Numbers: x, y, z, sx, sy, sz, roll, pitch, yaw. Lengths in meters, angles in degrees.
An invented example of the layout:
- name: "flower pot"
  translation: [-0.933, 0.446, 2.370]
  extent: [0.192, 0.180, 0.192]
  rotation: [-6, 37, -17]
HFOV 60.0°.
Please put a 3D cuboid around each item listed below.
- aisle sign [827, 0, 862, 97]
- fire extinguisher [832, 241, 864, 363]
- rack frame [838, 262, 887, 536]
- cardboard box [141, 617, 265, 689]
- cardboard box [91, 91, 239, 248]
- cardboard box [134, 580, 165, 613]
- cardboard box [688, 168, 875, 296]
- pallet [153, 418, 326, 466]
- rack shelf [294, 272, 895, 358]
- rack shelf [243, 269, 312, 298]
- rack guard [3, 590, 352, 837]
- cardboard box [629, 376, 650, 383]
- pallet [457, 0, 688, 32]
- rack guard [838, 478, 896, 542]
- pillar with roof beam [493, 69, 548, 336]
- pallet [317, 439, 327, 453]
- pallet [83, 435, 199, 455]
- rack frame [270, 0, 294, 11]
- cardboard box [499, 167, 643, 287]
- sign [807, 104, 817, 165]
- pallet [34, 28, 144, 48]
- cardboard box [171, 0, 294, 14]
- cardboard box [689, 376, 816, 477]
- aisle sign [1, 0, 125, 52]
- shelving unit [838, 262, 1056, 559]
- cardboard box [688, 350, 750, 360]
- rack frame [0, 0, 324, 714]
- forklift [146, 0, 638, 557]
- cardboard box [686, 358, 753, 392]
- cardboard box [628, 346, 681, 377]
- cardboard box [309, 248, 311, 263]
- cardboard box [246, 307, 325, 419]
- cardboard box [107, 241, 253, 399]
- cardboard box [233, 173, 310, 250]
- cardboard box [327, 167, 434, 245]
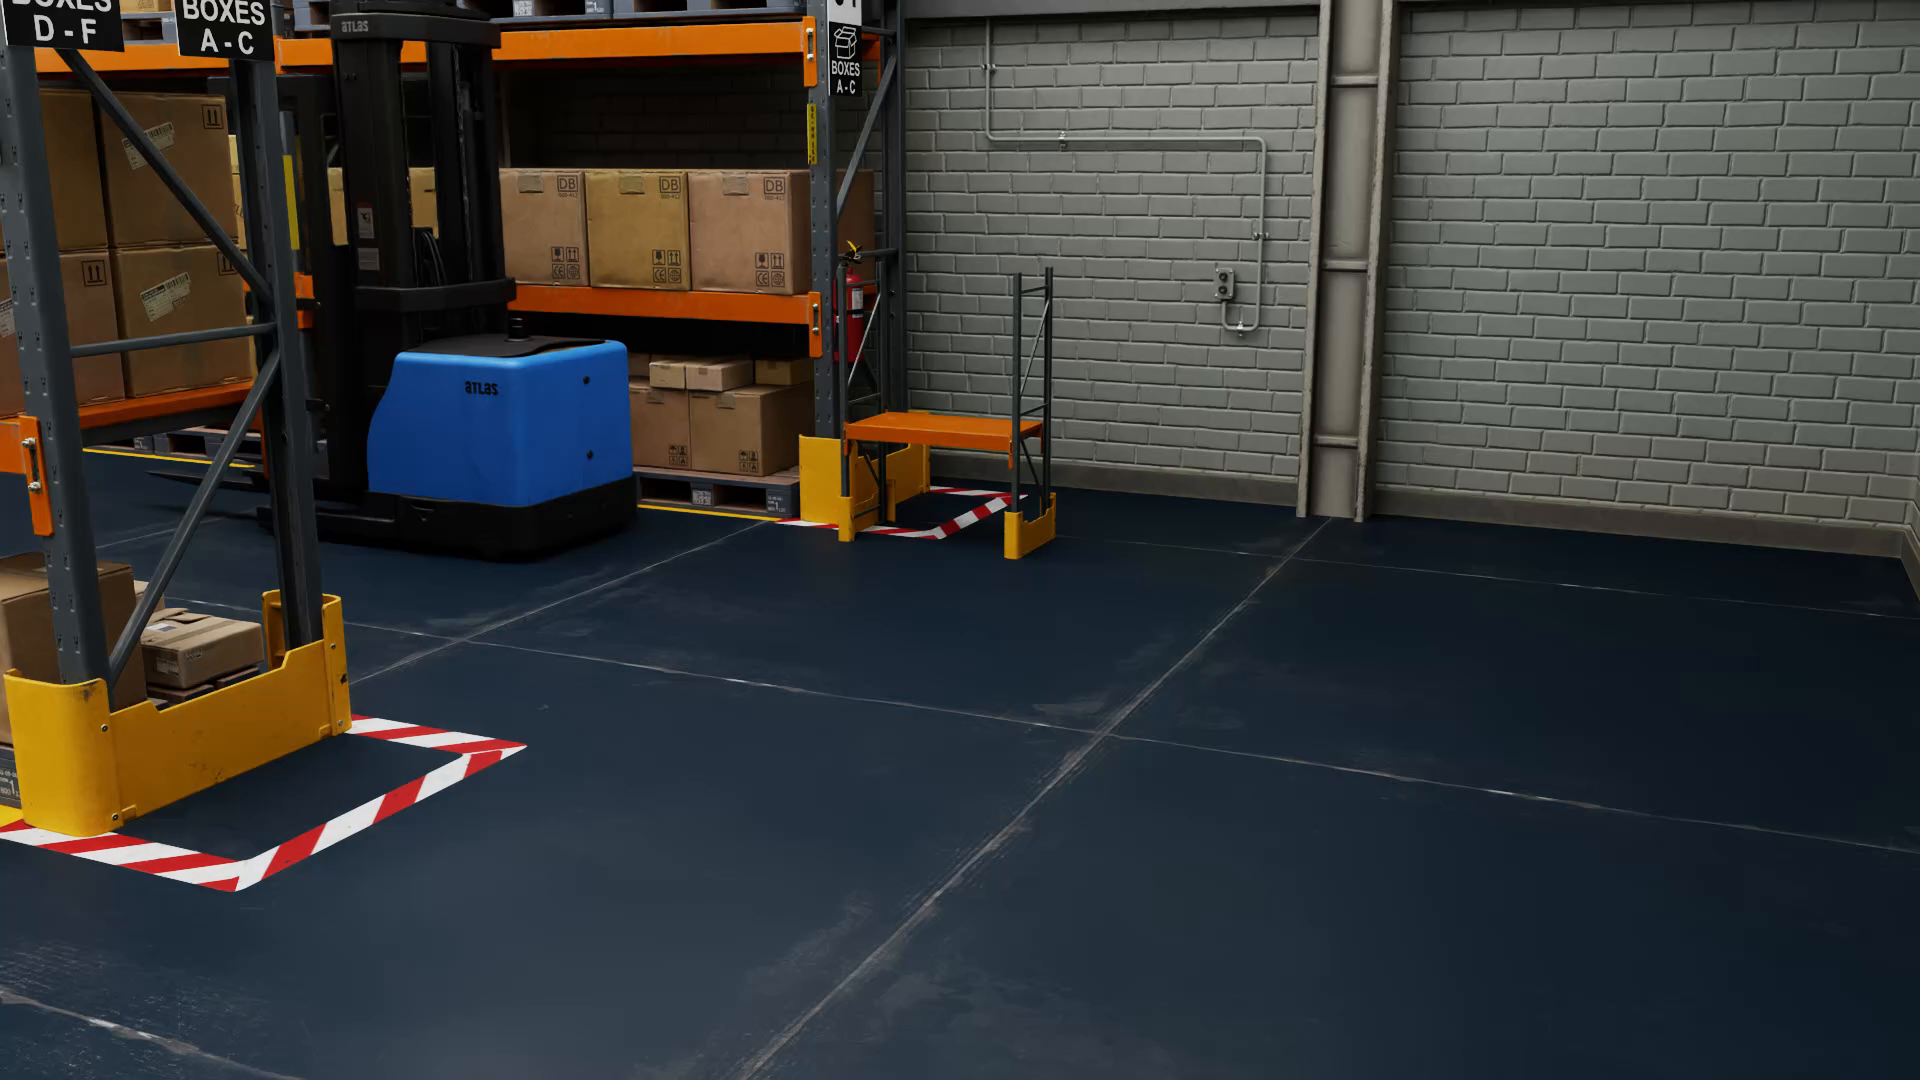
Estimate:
- name: "aisle sign"
  translation: [-0.641, -2.878, 9.265]
  extent: [0.004, 0.787, 0.394]
  rotation: [6, 14, 23]
- name: "fire extinguisher"
  translation: [-0.635, -1.353, 9.438]
  extent: [0.183, 0.674, 0.296]
  rotation: [6, 14, 23]
- name: "rack frame"
  translation: [-0.543, -0.785, 9.318]
  extent: [0.032, 1.500, 0.500]
  rotation: [6, 14, 23]
- name: "cardboard box"
  translation: [-2.832, 0.416, 6.193]
  extent: [0.250, 0.149, 0.380]
  rotation: [6, 14, 23]
- name: "cardboard box"
  translation: [-2.888, -1.279, 5.730]
  extent: [0.500, 0.500, 0.500]
  rotation: [6, 15, 25]
- name: "cardboard box"
  translation: [-3.428, 0.322, 6.374]
  extent: [0.500, 0.250, 0.500]
  rotation: [6, 14, 23]
- name: "cardboard box"
  translation: [-1.056, -1.873, 10.015]
  extent: [0.700, 0.700, 0.980]
  rotation: [7, 15, 26]
- name: "pallet"
  translation: [-4.979, -0.750, 11.990]
  extent: [1.213, 0.211, 1.003]
  rotation: [6, 14, 23]
- name: "rack shelf"
  translation: [-2.414, -1.517, 10.728]
  extent: [4.000, 0.370, 1.077]
  rotation: [6, 14, 23]
- name: "rack shelf"
  translation: [-6.071, -1.887, 12.305]
  extent: [4.000, 0.370, 1.077]
  rotation: [6, 14, 23]
- name: "rack guard"
  translation: [-2.658, 0.563, 5.762]
  extent: [0.348, 0.500, 1.175]
  rotation: [6, 14, 23]
- name: "cardboard box"
  translation: [-2.184, -0.806, 10.677]
  extent: [0.500, 0.500, 0.700]
  rotation: [5, 14, 21]
- name: "pallet"
  translation: [-2.388, -3.278, 10.288]
  extent: [1.213, 0.211, 1.003]
  rotation: [6, 14, 23]
- name: "rack guard"
  translation: [-0.525, -0.175, 9.453]
  extent: [0.087, 0.250, 0.587]
  rotation: [6, 14, 23]
- name: "pillar with roof beam"
  translation: [-4.996, -4.190, 7.411]
  extent: [0.400, 9.000, 9.100]
  rotation: [6, 14, 23]
- name: "pallet"
  translation: [-3.579, -0.608, 11.384]
  extent: [1.213, 0.211, 1.003]
  rotation: [6, 14, 23]
- name: "pallet"
  translation: [-6.098, -0.863, 12.470]
  extent: [1.213, 0.211, 1.003]
  rotation: [6, 14, 23]
- name: "rack frame"
  translation: [-4.243, -4.973, 10.749]
  extent: [0.127, 3.000, 1.000]
  rotation: [6, 14, 23]
- name: "cardboard box"
  translation: [-2.419, -2.011, 10.601]
  extent: [0.700, 0.700, 0.980]
  rotation: [5, 14, 21]
- name: "sign"
  translation: [-0.818, -2.249, 9.220]
  extent: [0.005, 0.325, 0.100]
  rotation: [6, 14, 23]
- name: "pallet"
  translation: [-6.266, -3.639, 12.046]
  extent: [1.213, 0.211, 1.003]
  rotation: [7, 15, 26]
- name: "cardboard box"
  translation: [-5.003, -3.880, 11.475]
  extent: [0.500, 0.500, 0.700]
  rotation: [5, 14, 20]
- name: "cardboard box"
  translation: [-1.266, -0.713, 10.282]
  extent: [0.500, 0.500, 0.700]
  rotation: [6, 14, 23]
- name: "aisle sign"
  translation: [-2.650, -1.842, 4.850]
  extent: [0.004, 0.787, 0.394]
  rotation: [6, 14, 23]
- name: "shelving unit"
  translation: [-0.070, -0.737, 9.114]
  extent: [1.083, 1.500, 0.587]
  rotation: [6, 14, 23]
- name: "cardboard box"
  translation: [-1.534, -1.106, 10.535]
  extent: [0.250, 0.149, 0.380]
  rotation: [6, 14, 23]
- name: "rack frame"
  translation: [-2.589, -0.647, 5.446]
  extent: [0.127, 3.000, 1.000]
  rotation: [6, 14, 23]
- name: "forklift"
  translation: [-3.404, -1.543, 9.413]
  extent: [3.031, 2.935, 1.130]
  rotation: [6, 15, 24]
- name: "cardboard box"
  translation: [-1.457, -1.003, 10.096]
  extent: [0.250, 0.149, 0.380]
  rotation: [6, 14, 23]
- name: "cardboard box"
  translation: [-1.996, -1.153, 10.734]
  extent: [0.250, 0.149, 0.380]
  rotation: [6, 14, 24]
- name: "cardboard box"
  translation: [-4.469, -2.012, 11.770]
  extent: [0.250, 0.149, 0.380]
  rotation: [5, 14, 21]
- name: "cardboard box"
  translation: [-4.890, -1.243, 11.773]
  extent: [0.750, 0.750, 0.750]
  rotation: [6, 14, 24]
- name: "cardboard box"
  translation: [-2.888, -0.792, 5.845]
  extent: [0.500, 0.500, 0.500]
  rotation: [6, 15, 24]
- name: "cardboard box"
  translation: [-4.767, -2.246, 11.345]
  extent: [0.500, 0.500, 0.500]
  rotation: [6, 14, 22]
- name: "cardboard box"
  translation: [-3.753, -2.145, 11.172]
  extent: [0.700, 0.700, 0.980]
  rotation: [6, 14, 24]
